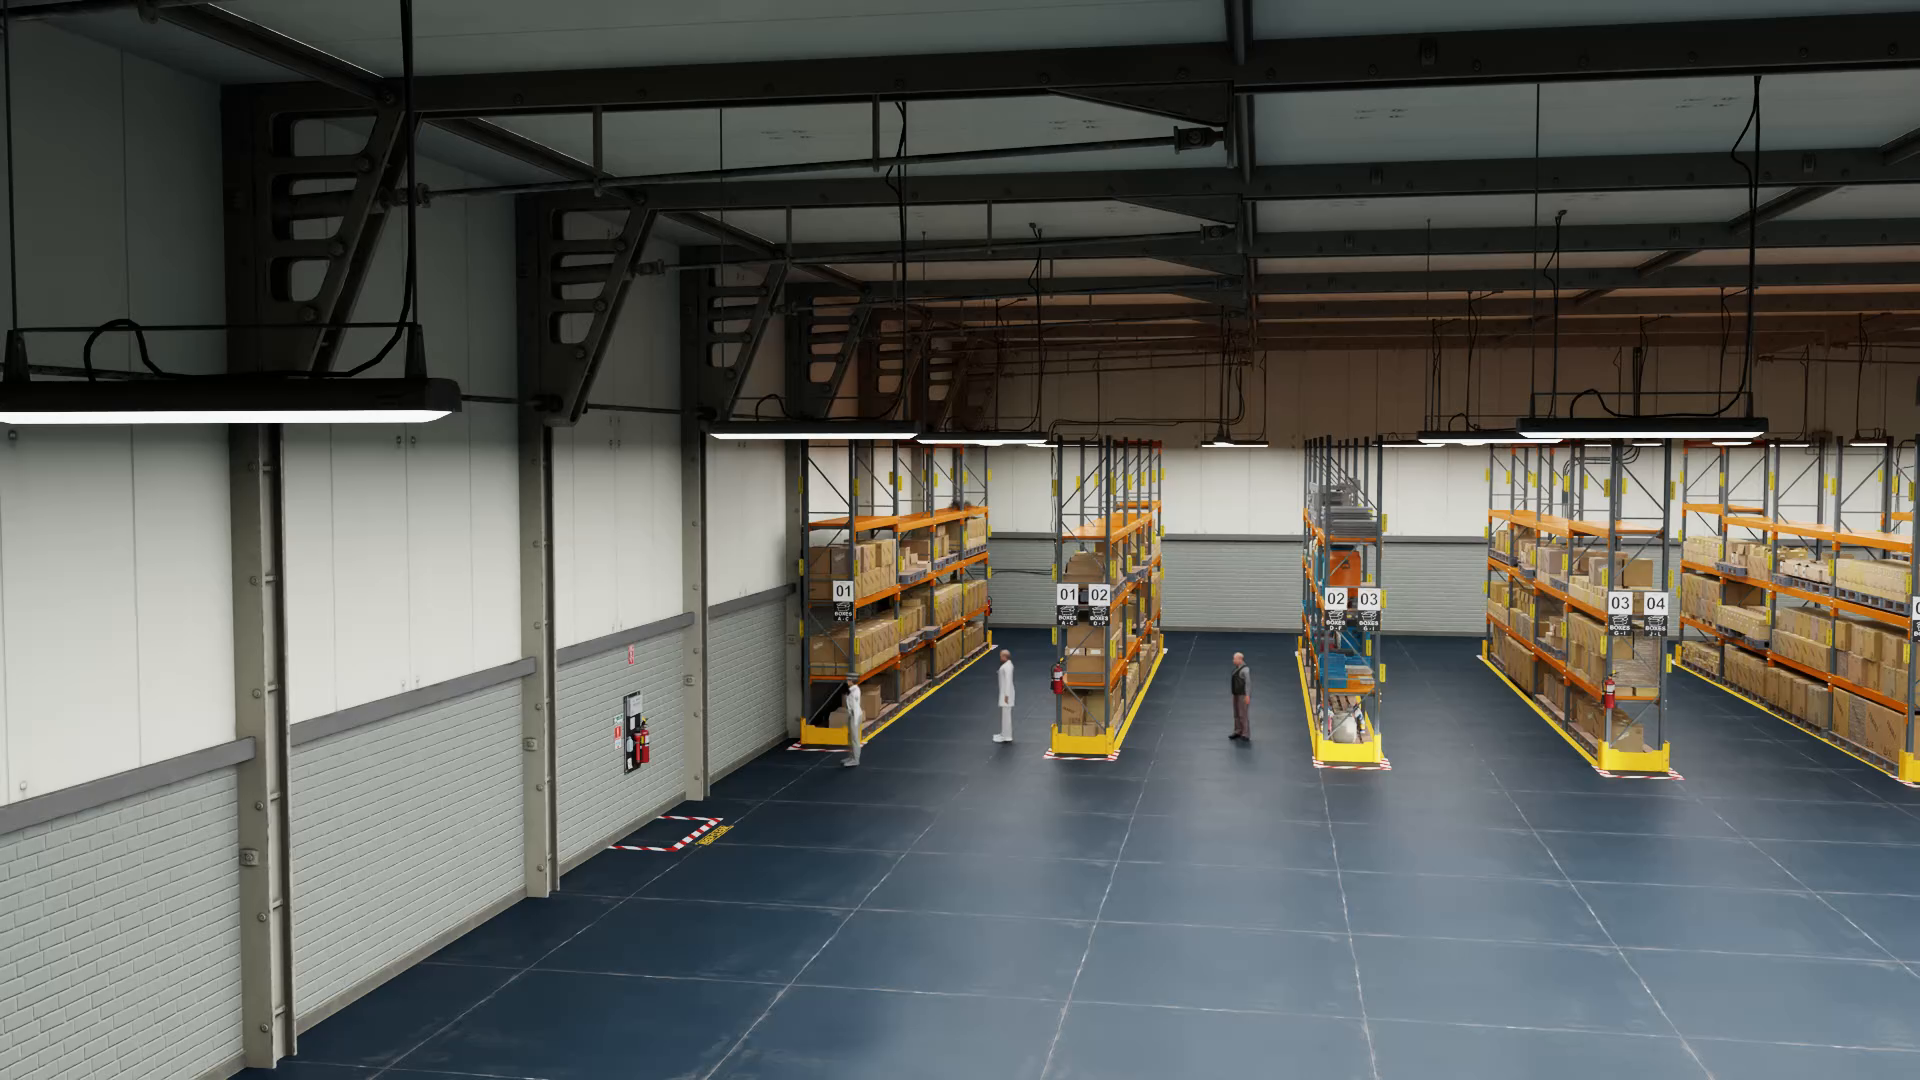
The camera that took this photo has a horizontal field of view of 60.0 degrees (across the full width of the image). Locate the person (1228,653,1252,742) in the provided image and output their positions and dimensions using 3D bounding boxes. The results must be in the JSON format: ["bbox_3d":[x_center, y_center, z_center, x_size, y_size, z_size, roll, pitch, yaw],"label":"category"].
[{"bbox_3d":[5.524,3.084,32.790,0.406,1.719,0.606,0,3,-9],"label":"person"}]

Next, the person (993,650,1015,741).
[{"bbox_3d":[0.864,3.049,32.776,0.434,1.783,0.645,0,3,3],"label":"person"}]

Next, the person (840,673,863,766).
[{"bbox_3d":[-1.973,3.247,30.240,0.389,1.673,0.513,-1,3,-16],"label":"person"}]
